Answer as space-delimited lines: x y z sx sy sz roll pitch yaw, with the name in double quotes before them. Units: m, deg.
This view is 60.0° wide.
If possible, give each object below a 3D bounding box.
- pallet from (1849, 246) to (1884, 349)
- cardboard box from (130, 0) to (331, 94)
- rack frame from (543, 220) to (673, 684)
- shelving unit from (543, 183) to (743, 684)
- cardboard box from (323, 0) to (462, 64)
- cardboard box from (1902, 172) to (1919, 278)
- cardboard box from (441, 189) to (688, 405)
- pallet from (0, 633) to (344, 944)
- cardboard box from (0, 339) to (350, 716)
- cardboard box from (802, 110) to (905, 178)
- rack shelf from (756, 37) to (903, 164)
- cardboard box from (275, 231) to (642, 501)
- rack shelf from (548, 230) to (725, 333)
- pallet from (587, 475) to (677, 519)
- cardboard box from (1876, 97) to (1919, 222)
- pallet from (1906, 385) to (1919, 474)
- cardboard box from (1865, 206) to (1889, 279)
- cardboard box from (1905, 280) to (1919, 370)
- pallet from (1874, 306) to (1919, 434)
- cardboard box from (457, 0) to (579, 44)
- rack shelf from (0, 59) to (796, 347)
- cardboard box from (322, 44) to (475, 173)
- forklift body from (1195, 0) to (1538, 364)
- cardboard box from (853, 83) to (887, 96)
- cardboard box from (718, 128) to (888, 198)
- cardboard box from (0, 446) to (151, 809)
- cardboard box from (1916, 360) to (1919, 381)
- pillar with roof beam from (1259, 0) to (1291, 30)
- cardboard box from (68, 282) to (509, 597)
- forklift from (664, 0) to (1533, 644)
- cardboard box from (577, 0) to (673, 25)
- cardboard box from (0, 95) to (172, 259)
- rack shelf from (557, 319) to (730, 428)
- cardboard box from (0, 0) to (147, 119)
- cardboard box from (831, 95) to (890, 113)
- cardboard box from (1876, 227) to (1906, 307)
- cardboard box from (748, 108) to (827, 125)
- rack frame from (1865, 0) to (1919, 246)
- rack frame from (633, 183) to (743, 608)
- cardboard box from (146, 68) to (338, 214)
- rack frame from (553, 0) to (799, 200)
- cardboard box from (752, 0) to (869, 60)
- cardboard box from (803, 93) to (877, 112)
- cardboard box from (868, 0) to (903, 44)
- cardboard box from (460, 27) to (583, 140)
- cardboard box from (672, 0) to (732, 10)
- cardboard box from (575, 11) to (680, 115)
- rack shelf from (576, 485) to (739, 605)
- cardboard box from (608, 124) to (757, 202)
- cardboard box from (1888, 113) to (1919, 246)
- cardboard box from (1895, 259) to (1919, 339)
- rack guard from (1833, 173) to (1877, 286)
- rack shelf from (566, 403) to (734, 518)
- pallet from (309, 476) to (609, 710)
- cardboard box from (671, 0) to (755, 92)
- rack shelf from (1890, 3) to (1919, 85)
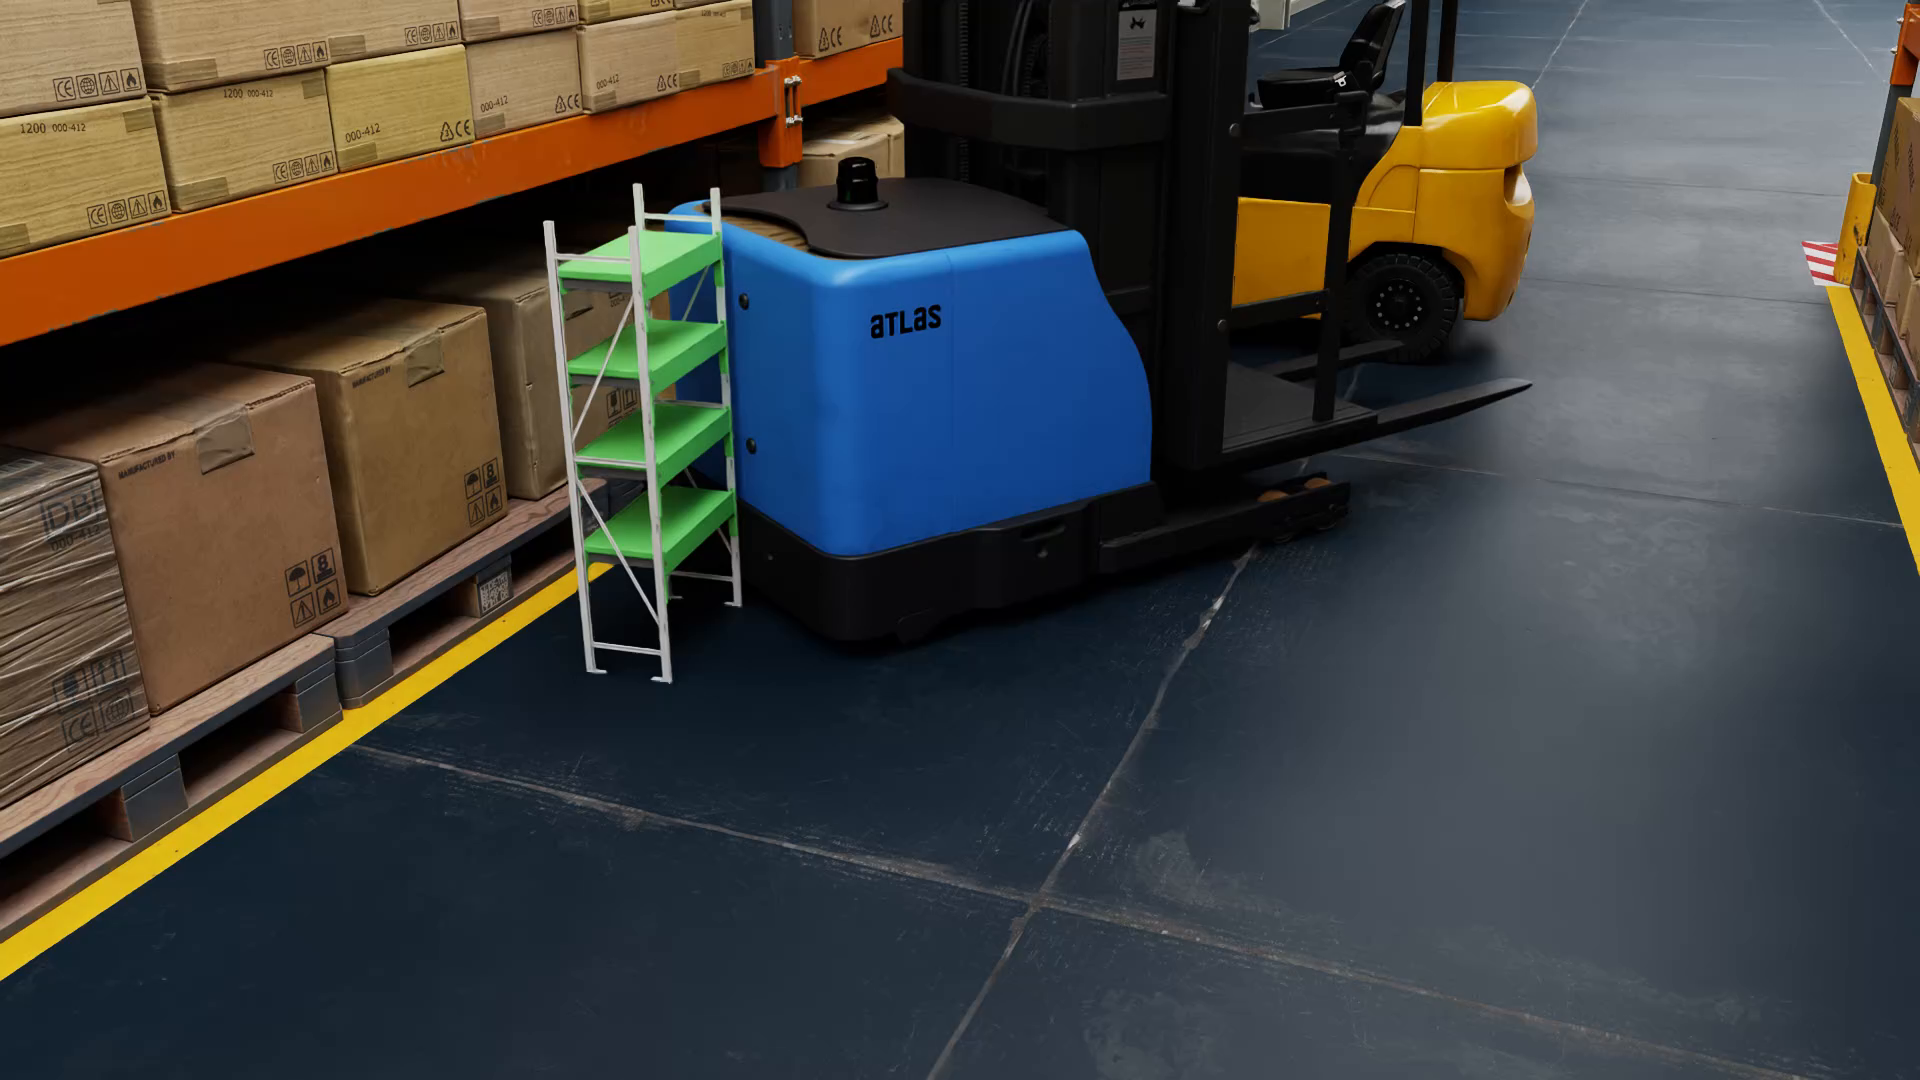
"pallet" 4.653 -1.064 7.524 1.003 0.211 1.213 9 24 20
"cardboard box" -1.776 -1.159 3.680 0.500 0.250 0.500 8 24 19
"rack frame" -0.872 -0.193 4.154 0.240 1.200 0.015 6 23 14
"shelving unit" -0.808 -0.283 4.372 0.258 1.200 0.503 6 23 14
"cardboard box" -1.610 -1.346 4.126 0.500 0.250 0.500 9 24 21
"cardboard box" 4.067 -1.311 6.547 0.500 0.500 0.500 9 24 21
"cardboard box" -1.264 -0.851 5.933 0.875 0.625 0.625 10 25 22
"pallet" -2.224 0.487 3.809 1.003 0.211 1.213 9 24 20
"cardboard box" -2.086 -0.065 4.049 0.875 0.625 0.625 10 25 22
"cardboard box" -0.410 -1.638 7.005 0.500 0.250 0.500 9 24 20
"rack shelf" -0.337 -2.326 7.859 1.077 0.370 4.000 9 24 20
"cardboard box" -1.559 -0.575 5.271 0.875 0.625 0.625 9 24 20
"rack shelf" -0.808 -0.667 4.211 0.258 0.148 0.480 6 23 14
"pallet" -1.318 -0.386 5.900 1.003 0.211 1.213 9 24 20
"cardboard box" 4.451 -1.677 7.423 0.500 0.500 0.500 8 24 18
"pallet" 3.746 -0.191 5.434 1.003 0.211 1.213 9 24 20
"cardboard box" 4.459 -1.340 7.588 0.500 0.250 0.500 9 24 20
"cardboard box" 3.881 -0.781 6.250 0.500 0.250 0.500 9 24 21
"pallet" 4.198 -0.629 6.483 1.003 0.211 1.213 9 24 20
"cardboard box" -1.405 -1.524 4.552 0.500 0.250 0.500 9 24 21
"rack shelf" -1.823 -0.894 4.432 1.077 0.370 4.000 9 24 20
"cardboard box" -1.604 -1.115 4.222 0.500 0.250 0.500 10 25 22
"forklift body" 1.395 -2.042 7.348 2.313 2.155 1.214 9 24 20
"cardboard box" -0.523 -2.076 8.053 0.500 0.250 0.500 8 24 19
"cardboard box" -0.609 -1.456 6.570 0.500 0.250 0.500 8 24 19
"cardboard box" -2.322 0.170 3.486 0.875 0.625 0.625 10 25 22
"cardboard box" 3.688 -0.600 5.816 0.500 0.250 0.500 8 24 19
"pillar with roof beam" 7.764 -9.699 16.795 9.100 9.000 0.400 9 24 20
"cardboard box" -1.836 -0.306 4.626 0.875 0.625 0.625 8 24 18
"forklift" 0.641 -1.495 5.027 3.031 2.935 1.130 -15 27 -31
"cardboard box" -1.210 -1.706 4.988 0.500 0.250 0.500 8 24 19
"cardboard box" -1.983 -0.744 3.334 0.500 0.250 0.500 8 24 19
"rack shelf" -0.808 -0.446 4.304 0.258 0.148 0.480 6 23 14
"cardboard box" -1.987 -0.975 3.238 0.500 0.250 0.500 10 25 22
"cardboard box" -0.236 -1.818 7.435 0.500 0.250 0.500 10 25 22
"cardboard box" 4.262 -1.158 7.154 0.500 0.250 0.500 10 25 22
"cardboard box" -0.903 -1.715 7.190 0.500 0.250 0.500 8 24 19
"rack frame" 5.015 -2.664 7.736 1.000 3.000 0.127 9 24 20
"rack frame" -0.745 -0.374 4.589 0.240 1.200 0.015 6 23 14
"cardboard box" -1.798 -0.930 3.778 0.500 0.250 0.500 8 24 18
"rack frame" -1.080 -1.942 6.007 1.000 3.000 0.127 9 24 20
"cardboard box" -0.673 -2.109 6.278 0.500 0.500 0.500 8 24 19
"cardboard box" -0.702 -1.895 7.619 0.500 0.250 0.500 9 24 20
"cardboard box" -0.495 -2.298 6.730 0.500 0.500 0.500 9 24 21
"cardboard box" -1.419 -1.301 4.667 0.500 0.250 0.500 9 24 20
"cardboard box" -1.025 -1.891 5.431 0.500 0.250 0.500 8 24 19
"cardboard box" -1.206 -1.474 5.082 0.500 0.250 0.500 9 24 20
"rack shelf" -0.808 -0.003 4.489 0.258 0.148 0.480 6 23 14
"cardboard box" -1.077 -1.532 6.751 0.500 0.250 0.500 9 24 21
"cardboard box" 4.261 -1.490 6.974 0.500 0.500 0.500 8 24 18
"cardboard box" 4.071 -0.961 6.682 0.500 0.250 0.500 11 25 24
"rack guard" 4.987 -1.483 8.152 1.175 0.500 0.348 9 24 20
"rack shelf" -0.808 -0.224 4.396 0.258 0.148 0.480 6 23 14
"pallet" -1.769 0.052 4.851 1.003 0.211 1.213 9 24 20
"cardboard box" -1.025 -1.655 5.514 0.500 0.250 0.500 9 24 21
"rack shelf" 4.273 -1.616 6.161 1.077 0.370 4.000 9 24 20
